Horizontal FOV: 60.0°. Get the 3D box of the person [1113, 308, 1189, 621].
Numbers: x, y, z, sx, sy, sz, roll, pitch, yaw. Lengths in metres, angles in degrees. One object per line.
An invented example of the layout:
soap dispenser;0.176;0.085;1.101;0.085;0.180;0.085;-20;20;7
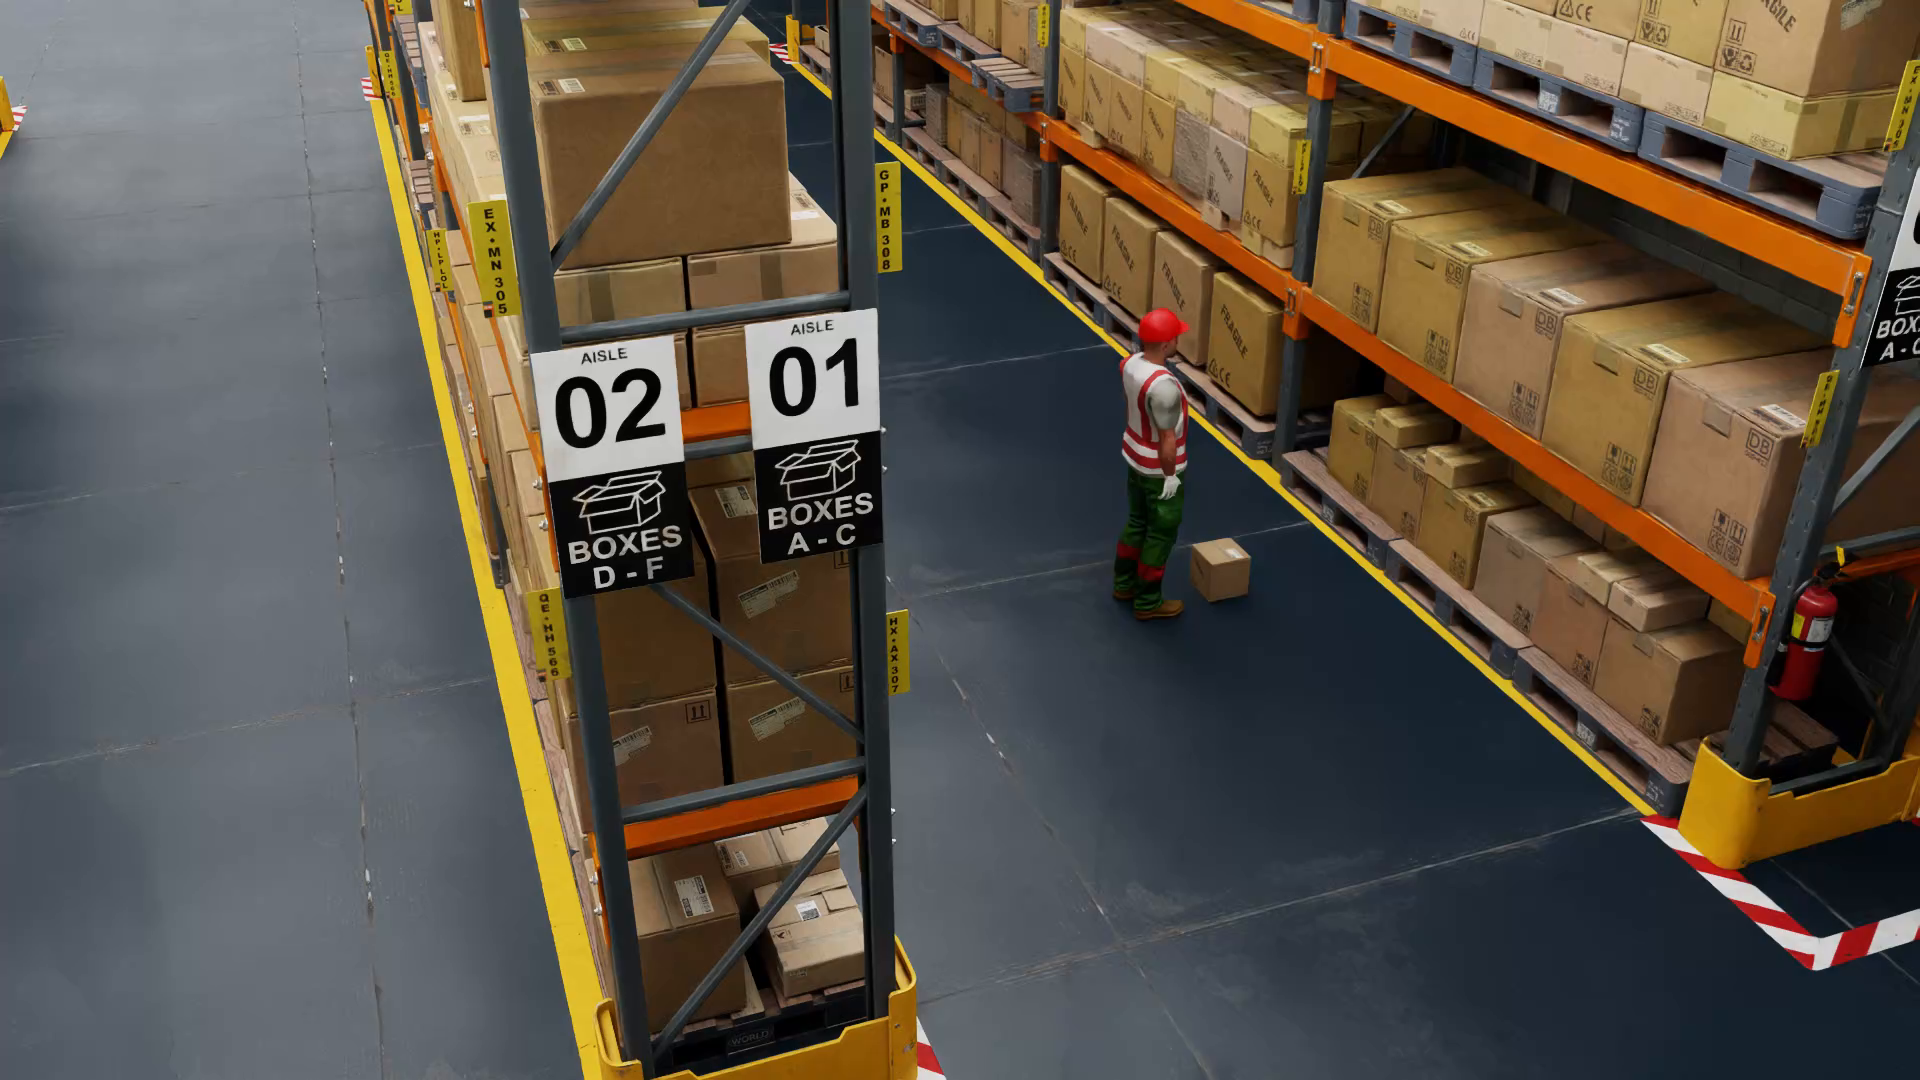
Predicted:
person;1.059;-0.414;9.070;0.342;1.799;0.525;-10;31;-16
